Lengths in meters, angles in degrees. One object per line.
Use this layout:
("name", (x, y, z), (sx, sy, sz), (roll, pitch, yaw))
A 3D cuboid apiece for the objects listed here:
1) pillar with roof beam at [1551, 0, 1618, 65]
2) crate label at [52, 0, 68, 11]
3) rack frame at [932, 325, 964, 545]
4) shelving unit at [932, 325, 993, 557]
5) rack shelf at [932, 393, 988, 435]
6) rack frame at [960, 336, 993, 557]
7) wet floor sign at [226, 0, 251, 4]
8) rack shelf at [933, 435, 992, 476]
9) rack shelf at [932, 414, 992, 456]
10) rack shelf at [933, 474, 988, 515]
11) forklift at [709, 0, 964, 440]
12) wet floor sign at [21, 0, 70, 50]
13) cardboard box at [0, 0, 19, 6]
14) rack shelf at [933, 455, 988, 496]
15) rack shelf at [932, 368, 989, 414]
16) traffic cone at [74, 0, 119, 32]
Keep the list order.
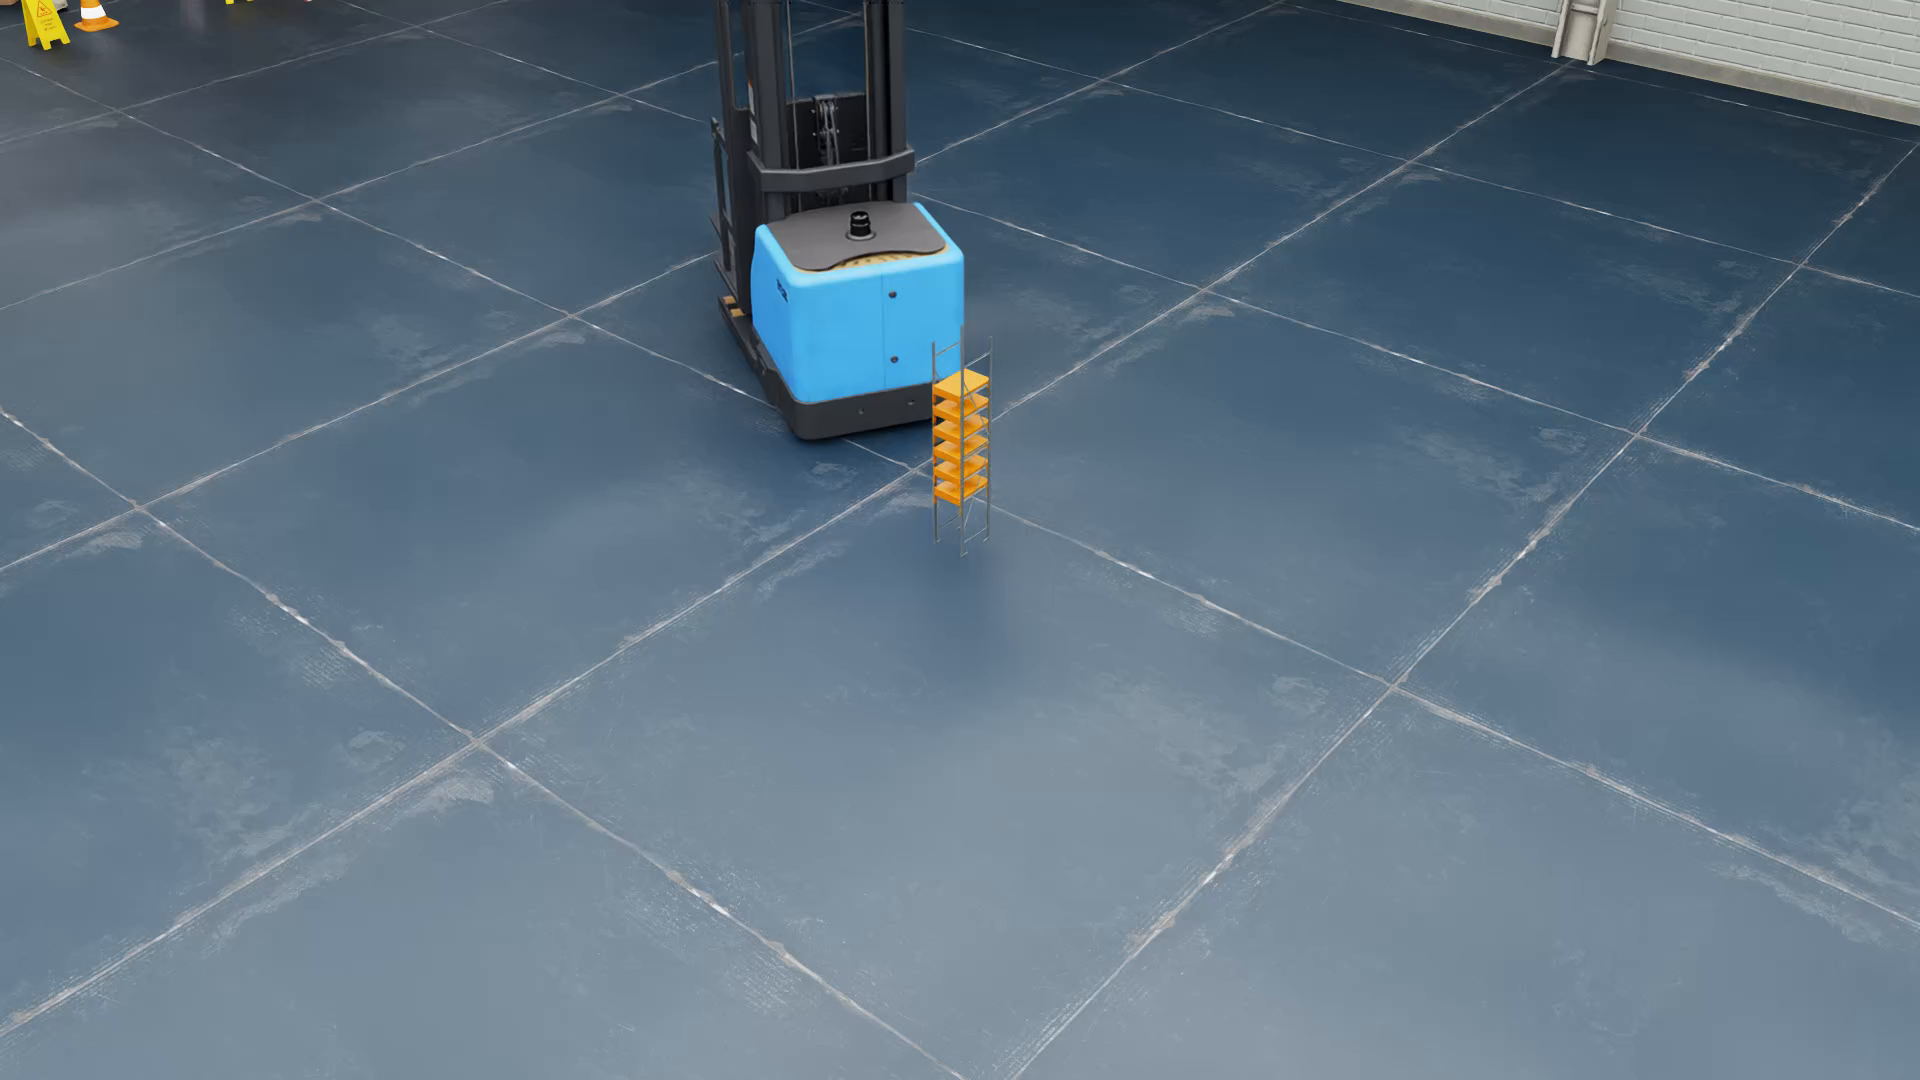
("pillar with roof beam", (2.940, -6.286, 10.036), (0.400, 9.000, 9.100), (25, 42, 32))
("crate label", (-8.991, -5.293, 16.419), (0.298, 0.136, 0.250), (6, 35, 8))
("rack frame", (-0.059, -0.523, 8.533), (0.006, 1.200, 0.240), (25, 42, 32))
("shelving unit", (0.011, -0.489, 8.485), (0.189, 1.200, 0.258), (25, 42, 32))
("rack shelf", (0.011, -0.651, 8.374), (0.180, 0.103, 0.258), (25, 42, 32))
("rack frame", (0.081, -0.456, 8.437), (0.006, 1.200, 0.240), (25, 42, 32))
("wet floor sign", (-7.281, -5.722, 16.594), (0.267, 0.644, 0.232), (-18, 38, -25))
("rack shelf", (0.011, -0.453, 8.510), (0.180, 0.103, 0.258), (25, 42, 32))
("rack shelf", (0.011, -0.552, 8.442), (0.180, 0.103, 0.258), (25, 42, 32))
("rack shelf", (0.011, -0.255, 8.646), (0.180, 0.103, 0.258), (25, 42, 32))
("forklift", (-0.945, -2.613, 10.048), (1.130, 2.935, 3.031), (-12, 36, -16))
("wet floor sign", (-8.543, -4.917, 15.422), (0.232, 0.644, 0.267), (18, 38, 24))
("cardboard box", (-9.712, -5.733, 16.735), (0.637, 0.503, 0.797), (0, 34, 0))
("rack shelf", (0.011, -0.354, 8.578), (0.180, 0.103, 0.258), (25, 42, 32))
("rack shelf", (0.011, -0.749, 8.306), (0.180, 0.103, 0.258), (25, 42, 32))
("traffic cone", (-8.347, -5.170, 15.951), (0.334, 0.463, 0.336), (25, 42, 32))
